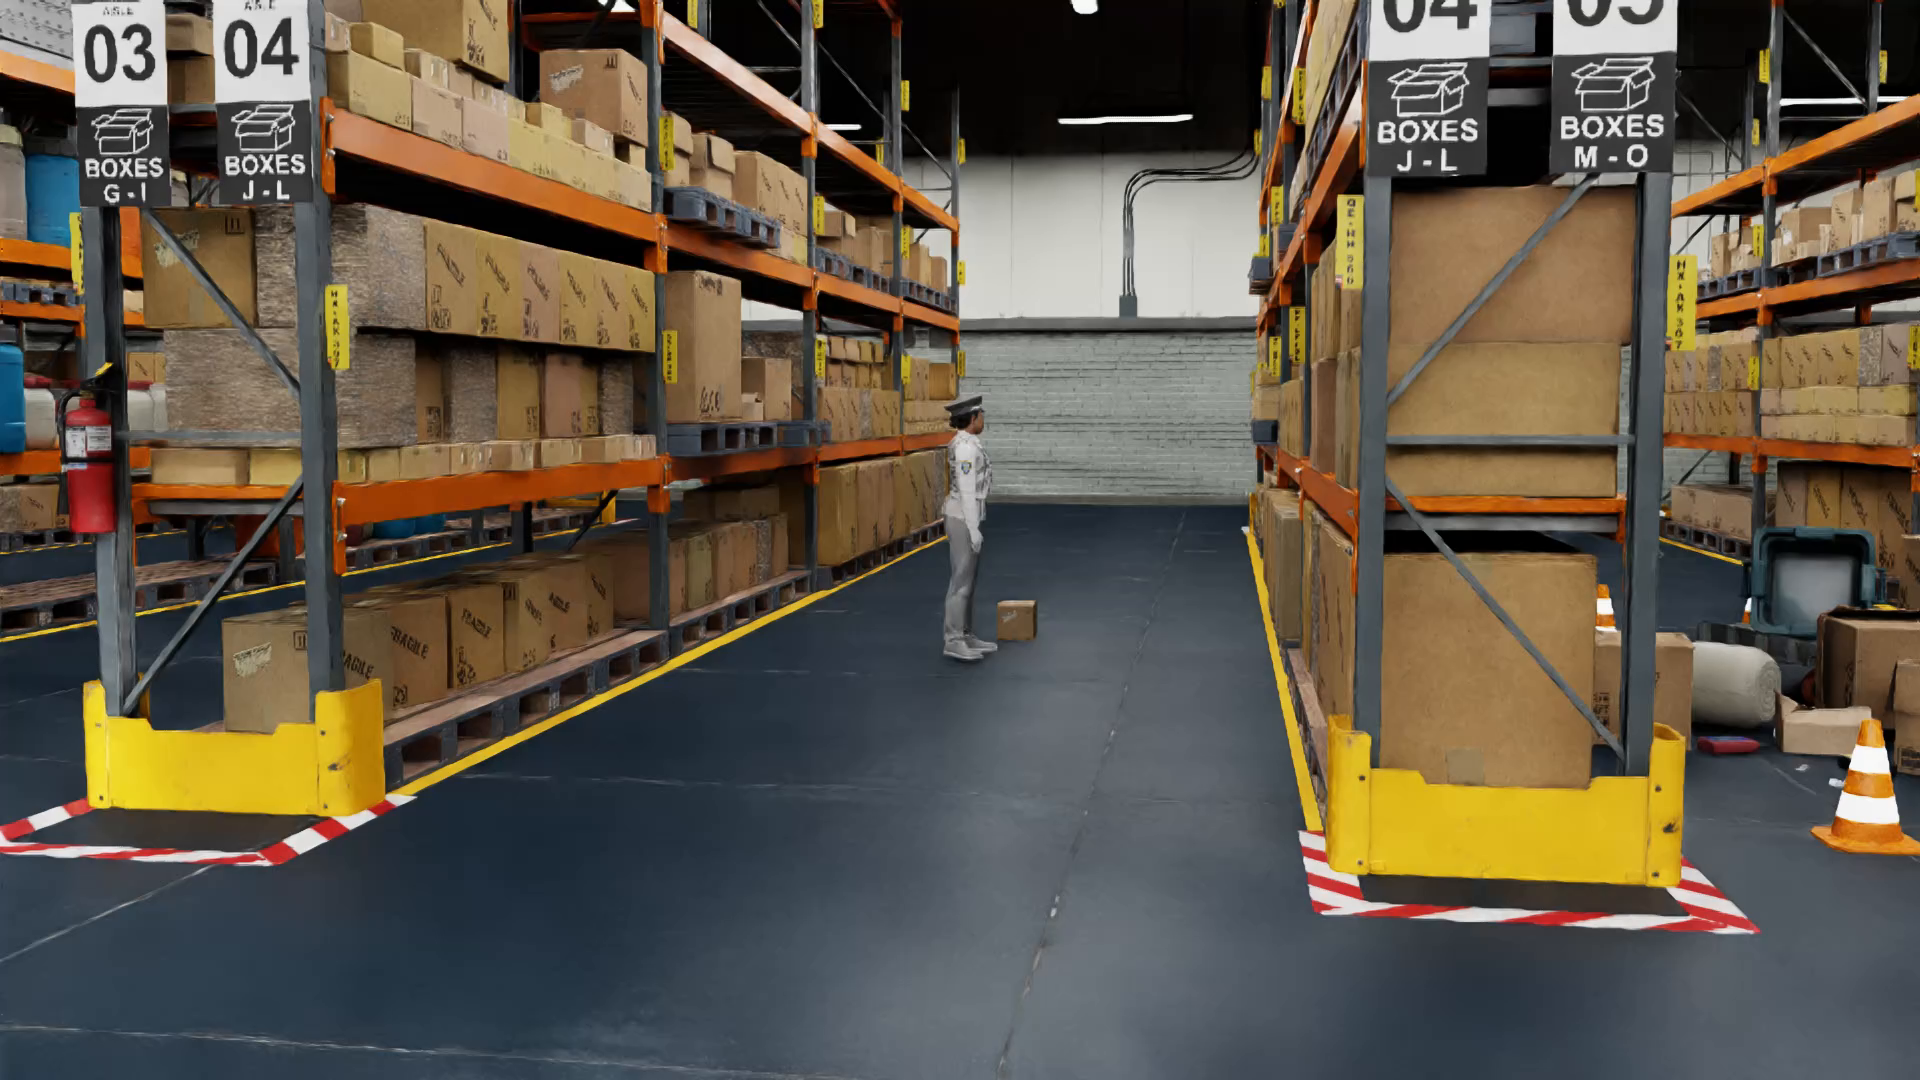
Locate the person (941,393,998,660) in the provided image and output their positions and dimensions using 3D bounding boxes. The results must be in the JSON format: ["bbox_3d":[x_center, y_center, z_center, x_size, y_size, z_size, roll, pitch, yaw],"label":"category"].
[{"bbox_3d":[0.063,-0.097,10.692,0.372,1.694,0.528,0,5,-2],"label":"person"}]
